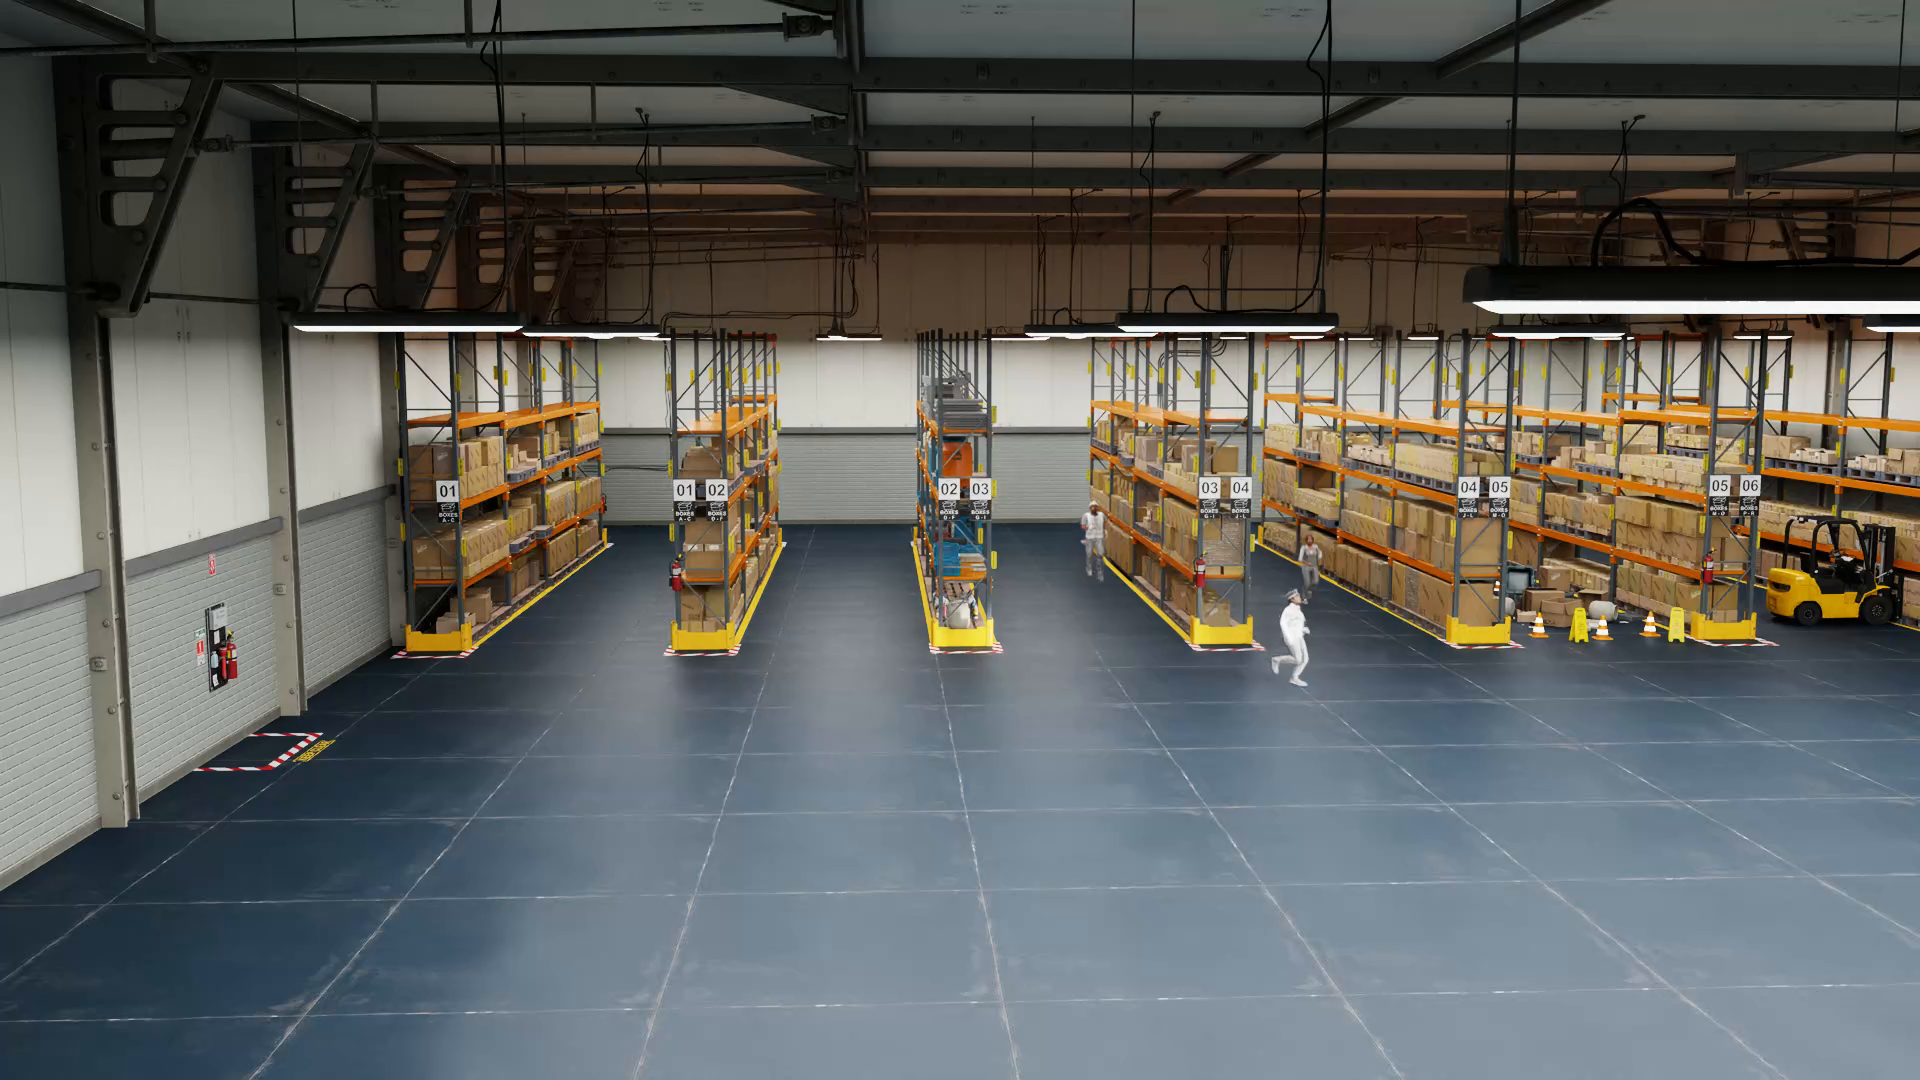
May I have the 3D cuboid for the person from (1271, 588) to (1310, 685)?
[{"bbox_3d":[5.572,1.620,27.997,0.582,1.637,0.622,4,8,32],"label":"person"}]

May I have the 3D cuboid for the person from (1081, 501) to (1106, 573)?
[{"bbox_3d":[3.112,-0.078,38.657,0.640,1.684,0.546,-1,7,-5],"label":"person"}]

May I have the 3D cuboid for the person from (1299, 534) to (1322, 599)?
[{"bbox_3d":[7.717,0.607,36.565,0.566,1.472,0.643,0,7,-3],"label":"person"}]
